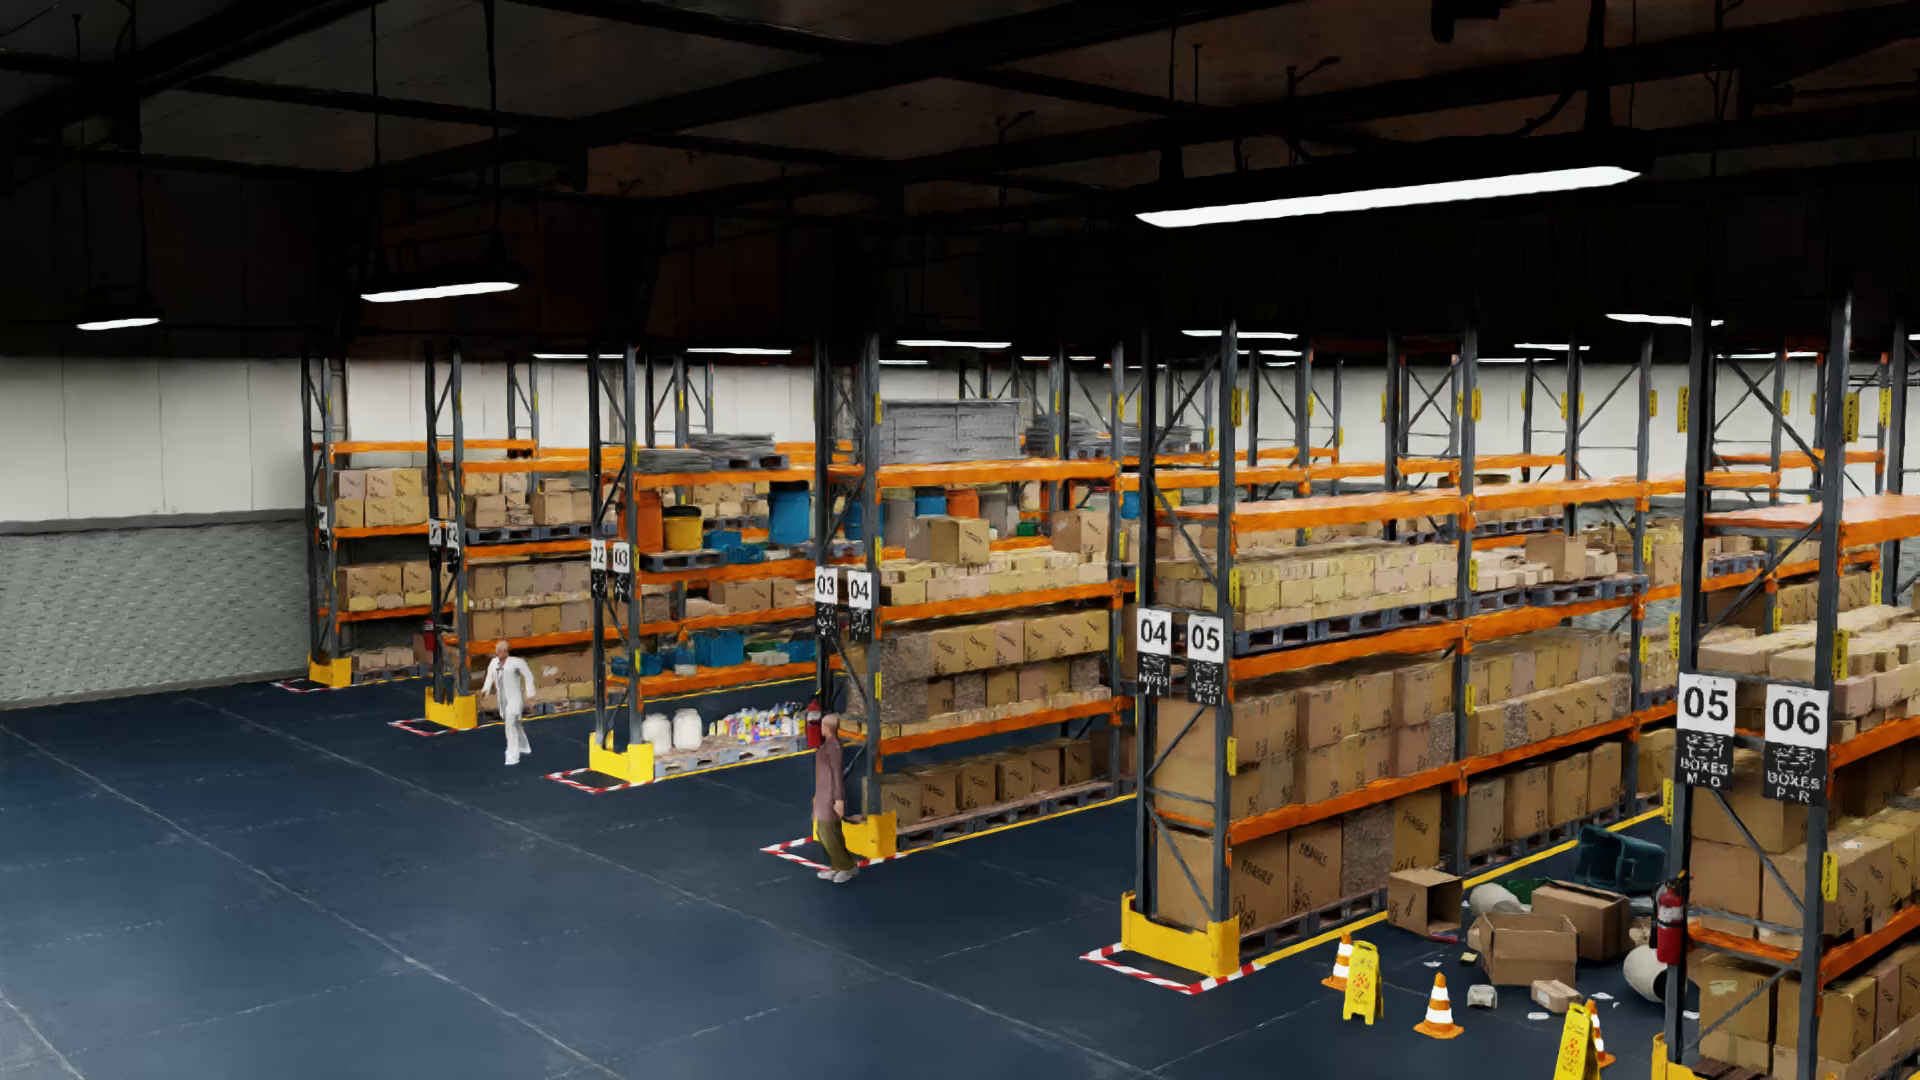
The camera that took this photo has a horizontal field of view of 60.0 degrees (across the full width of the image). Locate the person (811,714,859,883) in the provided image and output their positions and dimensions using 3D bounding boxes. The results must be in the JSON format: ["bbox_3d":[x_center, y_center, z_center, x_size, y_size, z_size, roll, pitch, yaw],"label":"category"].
[{"bbox_3d":[-1.321,2.827,17.621,0.500,1.577,0.702,0,5,-2],"label":"person"}]

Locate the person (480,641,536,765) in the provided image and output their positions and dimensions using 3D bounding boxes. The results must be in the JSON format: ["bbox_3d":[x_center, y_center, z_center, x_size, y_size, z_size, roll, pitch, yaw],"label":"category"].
[{"bbox_3d":[-6.300,2.244,23.361,0.724,1.713,0.901,3,6,31],"label":"person"}]
